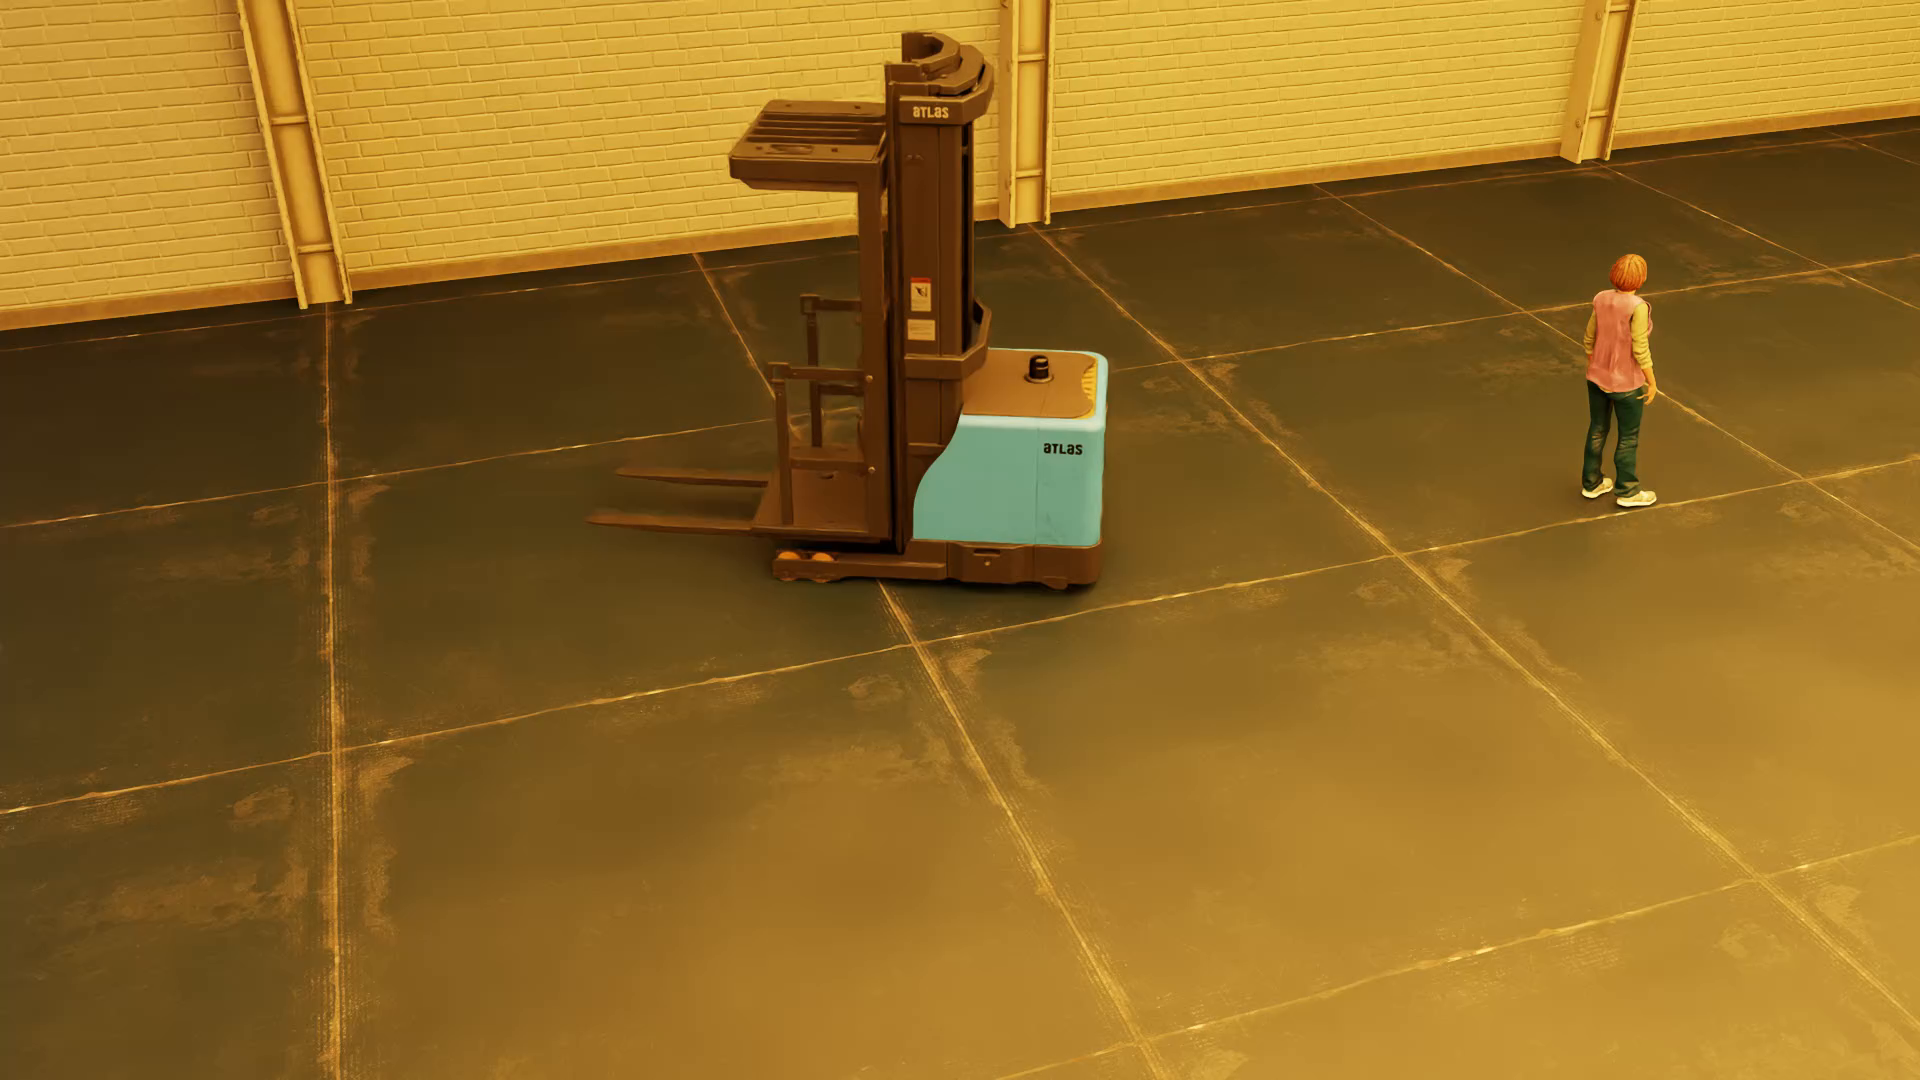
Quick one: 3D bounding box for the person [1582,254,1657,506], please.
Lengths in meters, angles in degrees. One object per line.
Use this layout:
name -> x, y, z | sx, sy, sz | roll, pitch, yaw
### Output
person -> 4.048, -0.981, 10.116 | 0.475, 1.597, 0.520 | -15, 33, -25

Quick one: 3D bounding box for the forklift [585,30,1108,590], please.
forklift -> -0.668, -1.283, 9.317 | 3.031, 2.935, 1.130 | 3, 30, 5
